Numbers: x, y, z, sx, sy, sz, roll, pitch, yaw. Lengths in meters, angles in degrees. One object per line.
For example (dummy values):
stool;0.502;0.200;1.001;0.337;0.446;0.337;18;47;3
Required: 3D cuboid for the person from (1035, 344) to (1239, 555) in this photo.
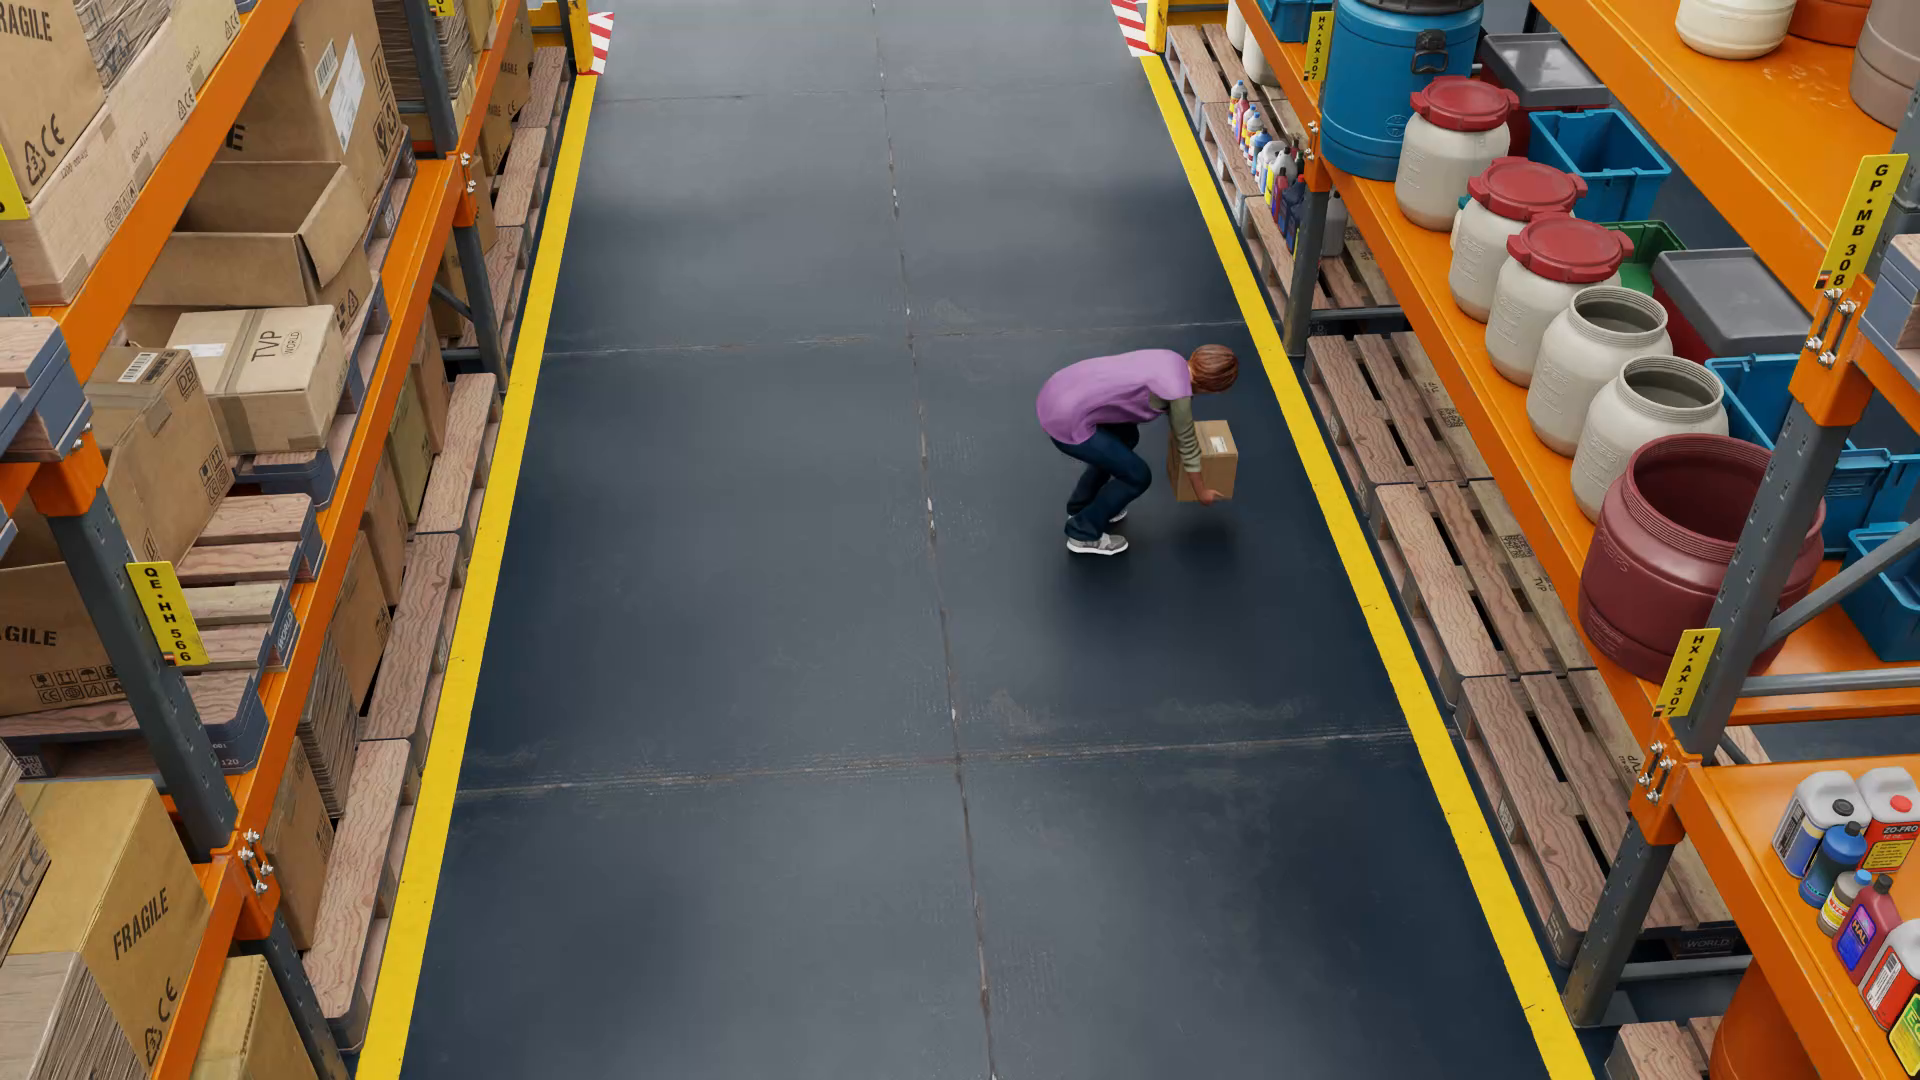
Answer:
person;0.746;-0.400;7.165;0.862;0.935;0.420;-5;40;-6
